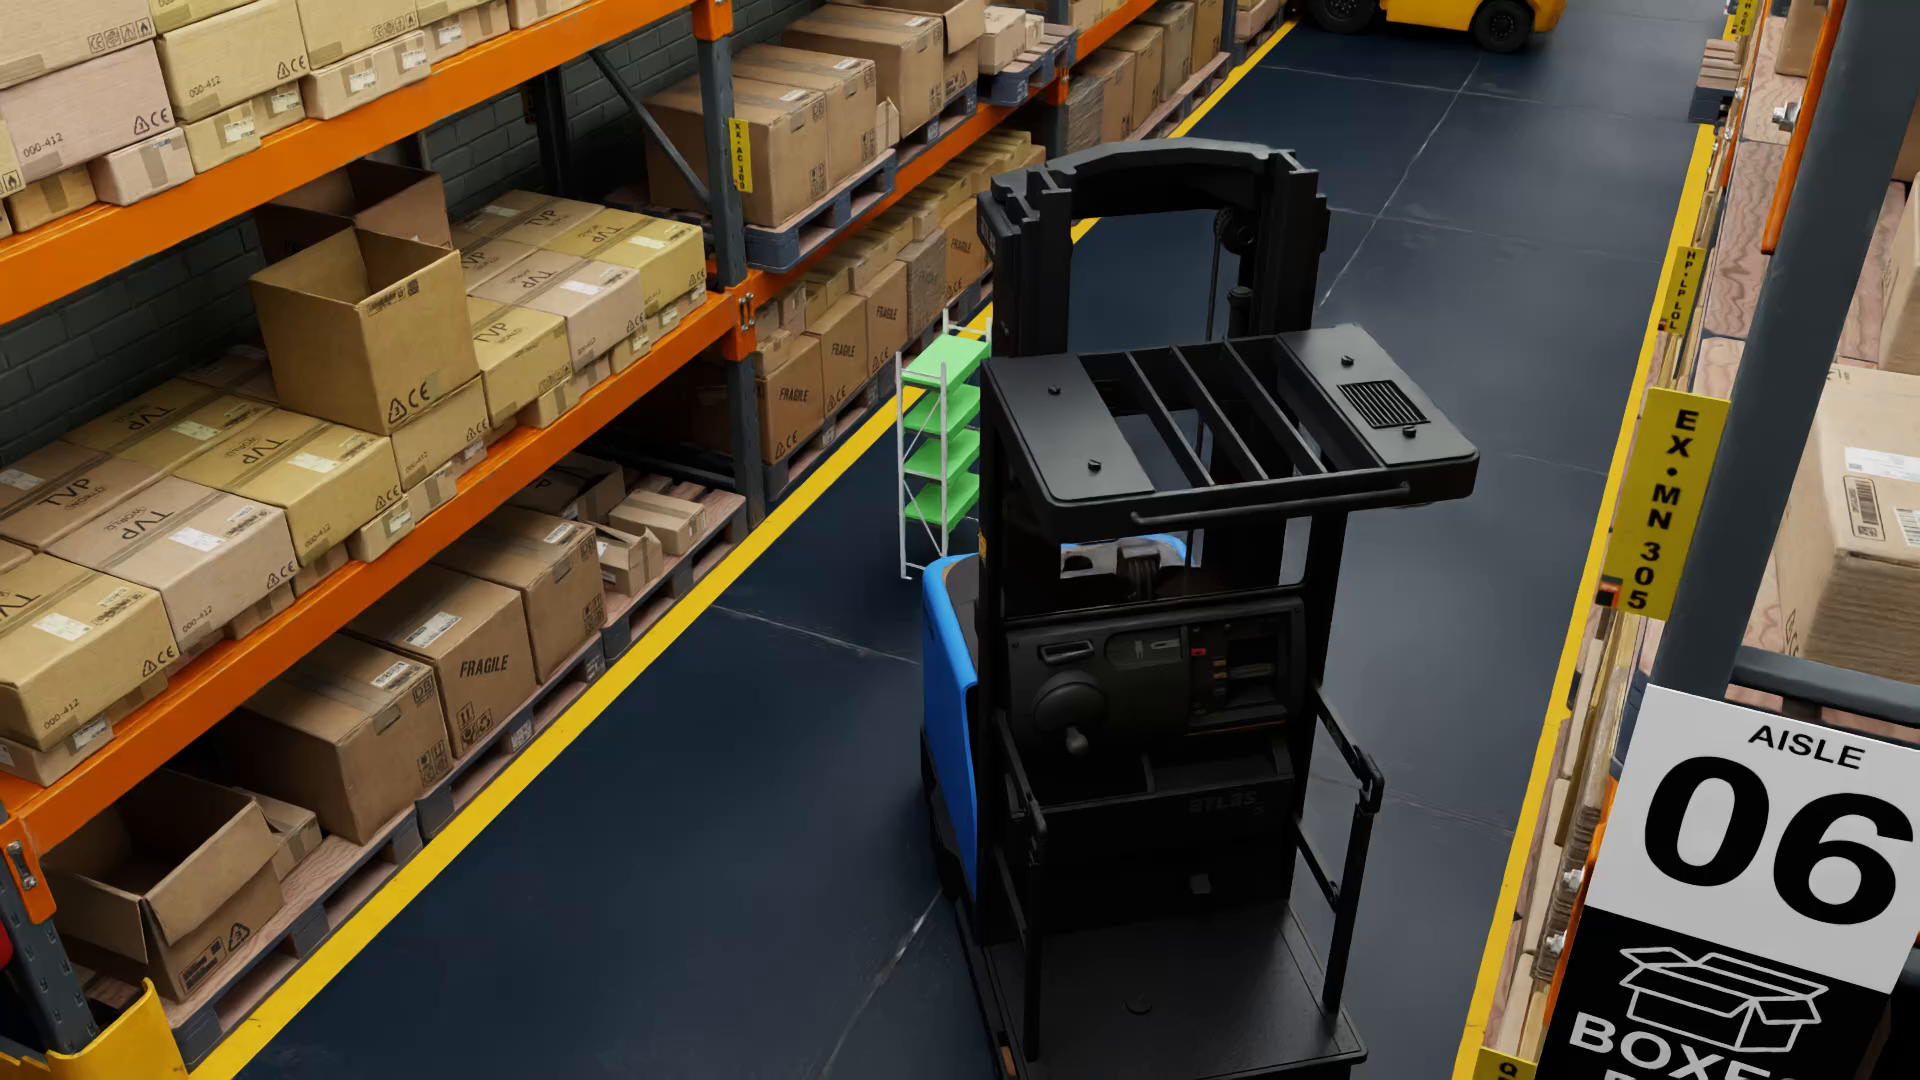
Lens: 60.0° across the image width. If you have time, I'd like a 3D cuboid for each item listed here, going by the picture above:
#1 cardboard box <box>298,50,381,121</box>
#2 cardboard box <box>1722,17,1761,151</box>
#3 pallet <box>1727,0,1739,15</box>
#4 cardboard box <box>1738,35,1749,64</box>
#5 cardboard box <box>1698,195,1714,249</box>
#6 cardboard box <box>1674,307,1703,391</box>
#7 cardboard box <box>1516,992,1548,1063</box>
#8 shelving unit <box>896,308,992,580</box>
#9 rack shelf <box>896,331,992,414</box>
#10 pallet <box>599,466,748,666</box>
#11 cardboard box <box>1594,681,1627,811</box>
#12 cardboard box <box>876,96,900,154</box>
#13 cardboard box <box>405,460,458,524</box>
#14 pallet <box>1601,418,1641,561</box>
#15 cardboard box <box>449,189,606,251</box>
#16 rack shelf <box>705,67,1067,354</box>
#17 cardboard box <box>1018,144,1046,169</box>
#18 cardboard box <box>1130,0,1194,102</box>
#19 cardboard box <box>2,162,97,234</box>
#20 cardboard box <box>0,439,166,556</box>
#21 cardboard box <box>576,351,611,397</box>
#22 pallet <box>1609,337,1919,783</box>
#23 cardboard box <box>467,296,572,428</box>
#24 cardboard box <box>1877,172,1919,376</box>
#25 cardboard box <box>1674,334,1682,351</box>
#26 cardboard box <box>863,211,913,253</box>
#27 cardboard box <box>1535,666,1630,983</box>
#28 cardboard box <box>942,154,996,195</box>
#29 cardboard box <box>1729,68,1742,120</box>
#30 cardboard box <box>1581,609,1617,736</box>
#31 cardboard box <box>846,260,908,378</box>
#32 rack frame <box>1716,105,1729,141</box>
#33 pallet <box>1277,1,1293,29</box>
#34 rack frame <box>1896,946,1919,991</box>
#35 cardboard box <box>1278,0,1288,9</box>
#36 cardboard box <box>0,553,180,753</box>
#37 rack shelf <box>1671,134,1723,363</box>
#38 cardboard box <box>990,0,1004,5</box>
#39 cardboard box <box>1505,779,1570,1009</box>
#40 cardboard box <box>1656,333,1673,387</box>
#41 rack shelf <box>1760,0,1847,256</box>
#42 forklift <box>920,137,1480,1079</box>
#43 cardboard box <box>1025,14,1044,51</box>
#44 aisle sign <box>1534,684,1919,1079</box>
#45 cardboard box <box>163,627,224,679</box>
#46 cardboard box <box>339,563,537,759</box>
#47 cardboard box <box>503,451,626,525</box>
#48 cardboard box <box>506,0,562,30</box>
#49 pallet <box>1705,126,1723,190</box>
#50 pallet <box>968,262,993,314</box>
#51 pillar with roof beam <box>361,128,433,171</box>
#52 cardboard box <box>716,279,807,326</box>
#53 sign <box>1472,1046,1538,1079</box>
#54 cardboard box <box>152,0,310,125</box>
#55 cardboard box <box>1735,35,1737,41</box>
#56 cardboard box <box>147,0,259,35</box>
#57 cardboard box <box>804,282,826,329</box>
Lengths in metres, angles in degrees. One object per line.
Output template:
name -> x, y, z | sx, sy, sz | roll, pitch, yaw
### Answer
cardboard box -> -2.060, -1.450, 5.219 | 0.380, 0.149, 0.250 | 14, 36, 21
cardboard box -> 3.865, -2.069, 7.666 | 0.500, 0.500, 0.500 | 15, 36, 22
pallet -> 5.944, -3.866, 11.586 | 1.003, 0.211, 1.213 | 14, 36, 20
cardboard box -> 4.660, -2.933, 9.243 | 0.500, 0.500, 0.500 | 13, 35, 19
cardboard box -> 3.426, -1.241, 7.088 | 0.500, 0.250, 0.500 | 15, 36, 22
cardboard box -> 2.413, -0.338, 5.026 | 0.500, 0.500, 0.500 | 14, 36, 20
cardboard box -> 1.337, 1.340, 3.380 | 0.500, 0.500, 0.500 | 14, 36, 21
shelving unit -> -0.069, -0.419, 7.795 | 0.258, 1.200, 0.503 | 14, 36, 20
rack shelf -> -0.069, -0.767, 7.567 | 0.258, 0.148, 0.480 | 14, 36, 20
pallet -> -1.749, 0.062, 7.963 | 1.003, 0.211, 1.213 | 14, 36, 20
cardboard box -> 1.460, 0.447, 3.238 | 0.380, 0.149, 0.250 | 14, 36, 20
cardboard box -> -0.531, -2.170, 8.563 | 0.396, 0.266, 0.258 | 16, 36, 23
cardboard box -> -2.072, -0.216, 6.073 | 0.380, 0.149, 0.250 | 15, 36, 22
pallet -> 3.813, -0.155, 8.293 | 1.003, 0.211, 1.213 | 14, 36, 20
cardboard box -> -1.913, -1.323, 7.398 | 0.500, 0.250, 0.500 | 14, 36, 20
rack shelf -> -0.624, -2.141, 9.436 | 1.077, 0.370, 4.000 | 14, 36, 20
cardboard box -> 0.231, -2.309, 10.932 | 0.500, 0.500, 0.500 | 15, 36, 22
cardboard box -> 1.346, -3.966, 13.345 | 0.875, 0.625, 0.625 | 14, 36, 20
cardboard box -> -2.581, -0.969, 4.486 | 0.380, 0.149, 0.250 | 14, 36, 21
cardboard box -> -2.966, -0.062, 5.475 | 0.500, 0.250, 0.500 | 14, 36, 21
cardboard box -> -1.675, -0.730, 6.857 | 0.380, 0.149, 0.250 | 15, 36, 22
pallet -> 1.676, 0.094, 2.717 | 1.003, 0.211, 1.213 | 14, 36, 20
cardboard box -> -1.869, -0.700, 6.448 | 0.500, 0.250, 0.500 | 14, 36, 20
cardboard box -> 2.047, -0.486, 3.127 | 0.500, 0.311, 0.500 | 15, 36, 21
cardboard box -> 3.222, -0.781, 6.843 | 0.500, 0.250, 0.500 | 14, 36, 20
cardboard box -> -0.493, -1.771, 9.521 | 0.380, 0.149, 0.250 | 14, 36, 21
cardboard box -> 1.553, 0.661, 3.503 | 0.500, 0.500, 0.500 | 14, 36, 21
cardboard box -> 0.000, -2.272, 10.284 | 0.380, 0.149, 0.250 | 13, 35, 19
cardboard box -> 4.286, -2.252, 8.630 | 0.500, 0.250, 0.500 | 14, 36, 20
cardboard box -> 2.187, 0.318, 4.938 | 0.500, 0.500, 0.500 | 14, 36, 21
cardboard box -> -0.627, -1.281, 9.364 | 0.500, 0.500, 0.500 | 13, 35, 19
rack frame -> 6.396, -4.294, 12.063 | 1.000, 3.000, 0.127 | 14, 36, 20
pallet -> 2.766, -5.261, 16.080 | 1.003, 0.211, 1.213 | 14, 36, 20
rack frame -> 1.376, 1.683, 2.948 | 1.000, 3.000, 0.127 | 14, 36, 20
cardboard box -> 2.788, -5.137, 15.474 | 0.500, 0.250, 0.500 | 15, 36, 21
cardboard box -> -2.700, 0.320, 4.892 | 0.500, 0.250, 0.500 | 14, 36, 21
rack shelf -> 3.886, -1.005, 7.703 | 1.077, 0.370, 4.000 | 14, 36, 20
cardboard box -> 0.168, -3.658, 11.230 | 0.500, 0.250, 0.500 | 13, 36, 19
cardboard box -> 2.315, 1.321, 5.454 | 0.875, 0.438, 0.875 | 13, 35, 19
cardboard box -> 3.981, -0.820, 8.320 | 0.875, 0.875, 0.875 | 15, 36, 21
rack shelf -> 2.212, -1.354, 3.129 | 1.077, 0.370, 4.000 | 14, 36, 20
forklift -> 0.646, 0.476, 4.852 | 1.130, 2.935, 3.031 | -7, 34, -10
cardboard box -> 0.286, -3.094, 10.079 | 0.380, 0.149, 0.250 | 15, 36, 21
aisle sign -> 1.064, 0.560, 2.289 | 0.394, 0.787, 0.004 | 14, 36, 20
cardboard box -> -2.605, 0.274, 5.326 | 0.380, 0.149, 0.250 | 14, 36, 20
cardboard box -> -2.087, 0.476, 6.686 | 0.500, 0.500, 0.500 | 15, 36, 21
cardboard box -> -1.952, -0.223, 7.923 | 0.500, 0.311, 0.500 | 15, 36, 22
cardboard box -> -1.675, -1.974, 6.019 | 0.380, 0.149, 0.250 | 14, 36, 20
pallet -> 6.072, -2.739, 12.235 | 1.003, 0.211, 1.213 | 14, 36, 20
pallet -> -0.134, -1.909, 10.969 | 1.003, 0.211, 1.213 | 14, 36, 20
pillar with roof beam -> 1.339, -2.827, 4.355 | 9.100, 9.000, 0.400 | 14, 36, 20
cardboard box -> -1.004, -1.230, 8.424 | 0.380, 0.149, 0.250 | 12, 35, 18
sign -> 0.889, 0.968, 2.766 | 0.100, 0.325, 0.005 | 14, 36, 20
cardboard box -> -2.281, -1.438, 4.838 | 0.500, 0.250, 0.500 | 13, 35, 19
cardboard box -> 7.044, -4.446, 14.420 | 0.500, 0.250, 0.500 | 17, 37, 24
cardboard box -> -2.293, -1.645, 4.697 | 0.500, 0.250, 0.500 | 14, 36, 20
cardboard box -> -0.926, -1.251, 8.728 | 0.380, 0.149, 0.250 | 12, 35, 18
